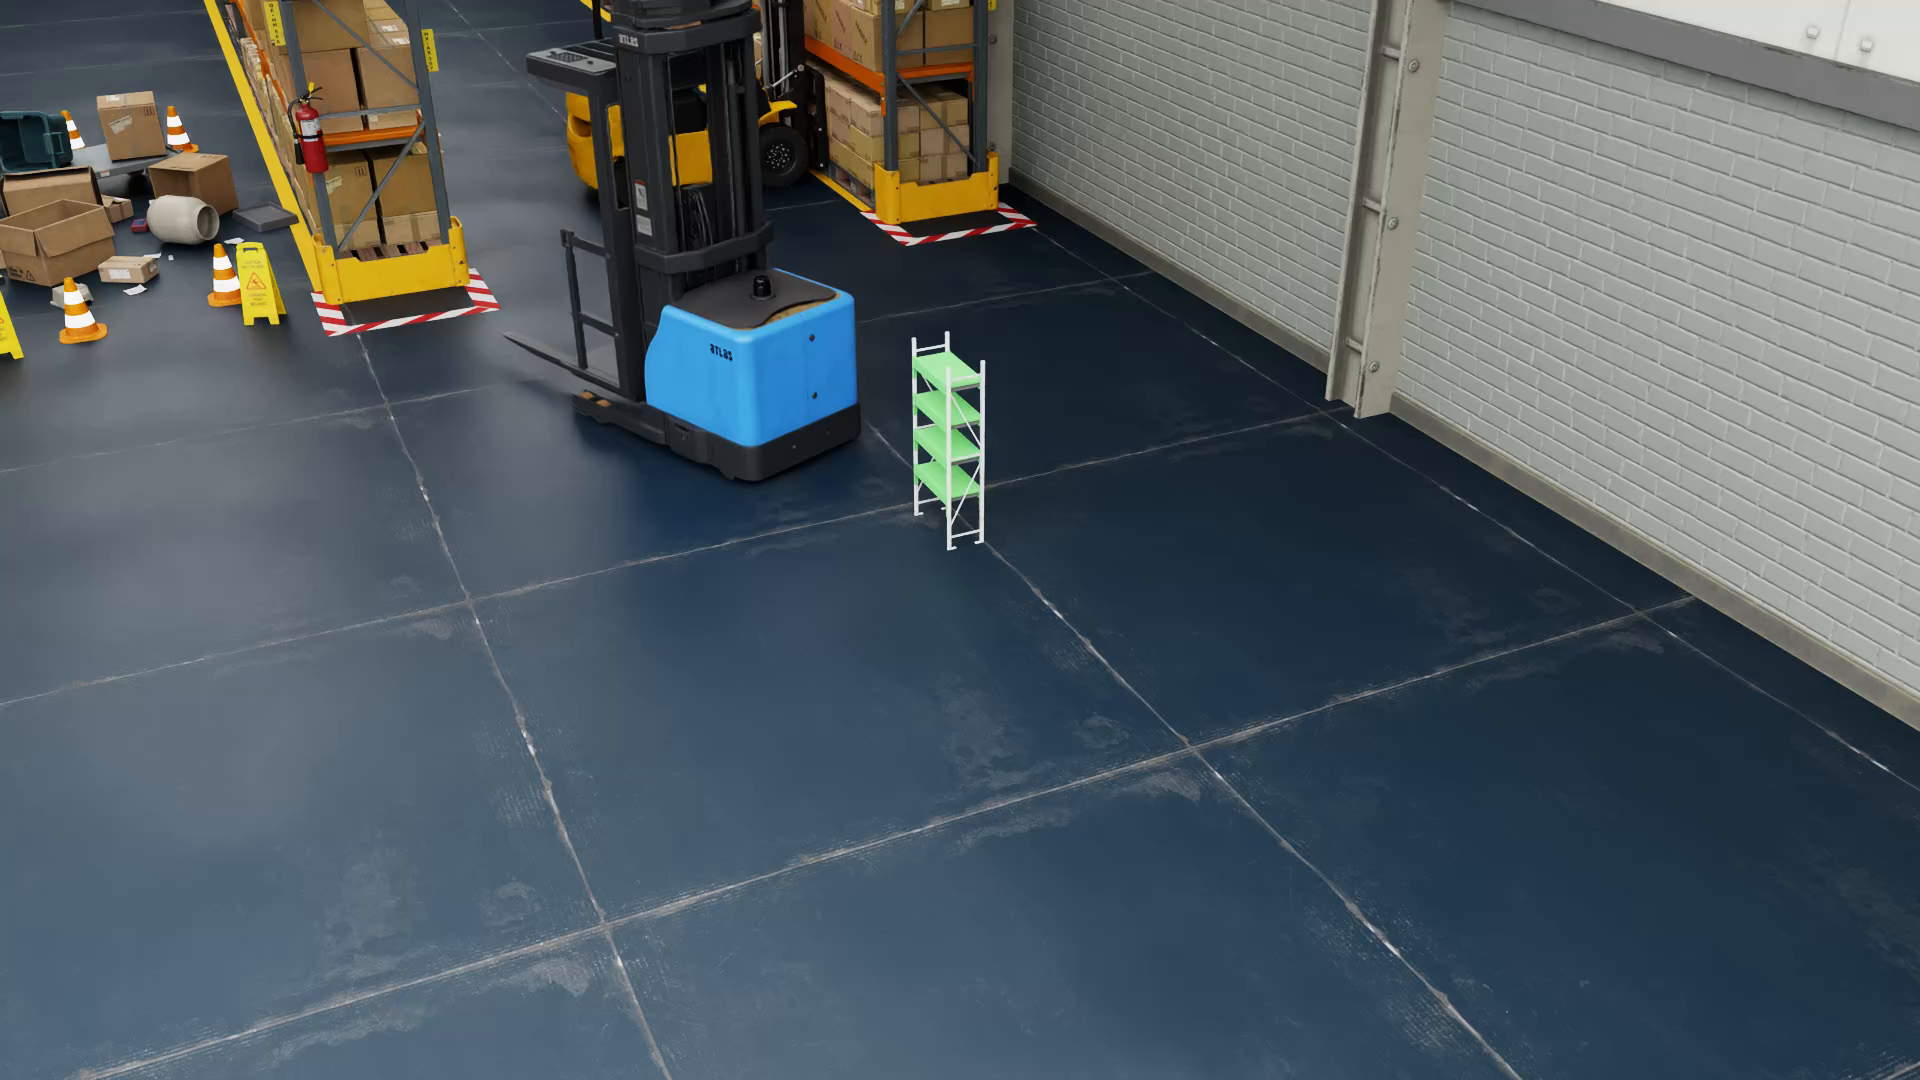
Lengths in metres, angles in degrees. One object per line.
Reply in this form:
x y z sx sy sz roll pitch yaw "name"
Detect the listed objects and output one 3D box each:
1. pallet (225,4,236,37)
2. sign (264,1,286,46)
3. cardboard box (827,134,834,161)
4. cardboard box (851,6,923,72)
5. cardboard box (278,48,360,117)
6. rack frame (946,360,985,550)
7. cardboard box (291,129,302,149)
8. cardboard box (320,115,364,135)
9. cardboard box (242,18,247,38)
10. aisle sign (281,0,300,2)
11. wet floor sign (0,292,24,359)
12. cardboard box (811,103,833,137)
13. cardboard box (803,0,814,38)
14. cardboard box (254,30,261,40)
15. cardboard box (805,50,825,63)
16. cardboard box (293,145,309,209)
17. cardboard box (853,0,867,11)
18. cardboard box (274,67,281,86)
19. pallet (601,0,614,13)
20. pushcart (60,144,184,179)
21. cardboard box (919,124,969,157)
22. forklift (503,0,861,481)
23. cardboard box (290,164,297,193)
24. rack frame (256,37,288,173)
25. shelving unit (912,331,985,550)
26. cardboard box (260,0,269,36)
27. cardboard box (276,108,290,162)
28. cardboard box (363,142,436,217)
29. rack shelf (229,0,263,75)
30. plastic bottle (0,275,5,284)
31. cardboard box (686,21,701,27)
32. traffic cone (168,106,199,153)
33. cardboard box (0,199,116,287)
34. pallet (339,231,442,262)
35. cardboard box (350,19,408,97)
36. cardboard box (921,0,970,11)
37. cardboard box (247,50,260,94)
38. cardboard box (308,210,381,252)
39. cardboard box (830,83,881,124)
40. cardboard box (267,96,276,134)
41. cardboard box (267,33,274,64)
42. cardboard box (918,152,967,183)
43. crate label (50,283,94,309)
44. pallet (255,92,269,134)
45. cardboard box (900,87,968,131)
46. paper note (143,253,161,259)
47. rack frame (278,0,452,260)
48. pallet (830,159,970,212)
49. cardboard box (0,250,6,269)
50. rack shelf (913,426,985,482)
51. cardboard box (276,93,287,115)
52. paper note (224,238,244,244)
-9.458 -7.154 22.764 1.003 0.211 1.213 -13 32 -22 "pallet"
-5.215 -3.929 12.656 0.100 0.325 0.005 -13 32 -22 "sign"
-1.123 -4.007 16.685 0.500 0.250 0.500 -13 32 -21 "cardboard box"
-0.672 -4.644 15.335 0.500 0.500 0.500 -14 32 -23 "cardboard box"
-5.187 -3.749 13.436 0.500 0.500 0.500 -14 32 -23 "cardboard box"
0.034 -0.489 9.868 0.240 1.200 0.015 -13 32 -22 "rack frame"
-5.503 -3.435 14.234 0.380 0.149 0.250 -12 31 -21 "cardboard box"
-5.059 -3.405 13.485 0.380 0.149 0.250 -12 31 -20 "cardboard box"
-8.740 -6.902 21.207 0.875 0.875 0.875 -13 32 -21 "cardboard box"
-4.941 -4.440 12.415 0.394 0.787 0.004 -13 32 -22 "aisle sign"
-7.332 -1.686 12.570 0.267 0.644 0.232 -19 35 -30 "wet floor sign"
-1.161 -4.237 16.582 0.500 0.250 0.500 -14 32 -23 "cardboard box"
-1.333 -5.321 16.543 0.500 0.500 0.500 -13 32 -22 "cardboard box"
-6.485 -5.081 15.811 0.500 0.500 0.500 -13 32 -22 "cardboard box"
-1.583 -4.900 17.254 0.500 0.250 0.500 -12 31 -20 "cardboard box"
-5.512 -3.234 14.538 0.500 0.500 0.500 -12 31 -20 "cardboard box"
-0.762 -4.965 15.246 0.380 0.149 0.250 -13 32 -21 "cardboard box"
-5.903 -4.172 14.854 0.380 0.149 0.250 -13 32 -22 "cardboard box"
-4.465 -7.631 23.616 1.003 0.211 1.213 -13 32 -22 "pallet"
-8.460 -3.516 16.108 0.936 0.377 1.648 26 38 38 "pushcart"
-0.238 -3.891 15.966 0.500 0.250 0.500 -12 32 -21 "cardboard box"
-2.107 -2.263 11.261 3.031 2.935 1.130 24 37 36 "forklift"
-5.944 -3.360 15.530 0.500 0.250 0.500 -14 32 -23 "cardboard box"
-6.423 -5.161 16.360 1.000 3.000 0.127 -13 32 -22 "rack frame"
-0.071 -0.596 10.060 0.258 1.200 0.503 -13 32 -22 "shelving unit"
-5.332 -4.408 13.589 0.700 0.500 0.500 -13 32 -22 "cardboard box"
-6.173 -3.921 15.763 0.500 0.500 0.500 -12 31 -20 "cardboard box"
-4.813 -3.130 14.353 0.500 0.500 0.500 -14 32 -24 "cardboard box"
-7.281 -5.731 18.111 1.077 0.370 4.000 -13 32 -22 "rack shelf"
-8.239 -2.229 14.136 0.283 0.061 0.133 26 38 38 "plastic bottle"
-2.826 -6.256 20.312 0.875 0.625 0.625 -14 32 -24 "cardboard box"
-8.219 -4.308 17.433 0.336 0.463 0.334 -13 32 -22 "traffic cone"
-7.746 -2.549 14.255 0.637 0.503 0.797 13 32 21 "cardboard box"
-5.055 -2.578 14.604 1.003 0.211 1.213 -13 32 -22 "pallet"
-4.883 -4.063 13.995 0.500 0.500 0.500 -12 31 -20 "cardboard box"
-0.135 -4.969 15.251 0.380 0.149 0.250 -14 32 -23 "cardboard box"
-7.582 -5.389 19.024 0.950 0.372 0.625 -14 32 -23 "cardboard box"
-5.306 -2.689 14.333 0.500 0.250 0.500 -13 32 -22 "cardboard box"
-0.928 -4.220 16.041 0.500 0.250 0.500 -12 32 -21 "cardboard box"
-6.650 -4.429 17.312 0.950 0.372 0.625 -13 32 -21 "cardboard box"
-5.810 -4.421 14.634 0.500 0.500 0.500 -13 32 -21 "cardboard box"
-0.258 -3.680 16.100 0.500 0.250 0.500 -13 32 -22 "cardboard box"
-7.305 -2.015 13.677 0.298 0.136 0.250 19 34 30 "crate label"
-7.286 -4.828 18.617 1.003 0.211 1.213 -13 32 -22 "pallet"
-0.259 -4.110 15.845 0.500 0.250 0.500 -14 32 -23 "cardboard box"
-7.138 -2.500 14.662 0.148 0.019 0.142 -3 29 -5 "paper note"
-4.705 -3.394 13.209 1.000 3.000 0.127 -13 32 -22 "rack frame"
-0.590 -3.551 16.339 1.003 0.211 1.213 -13 32 -22 "pallet"
-8.449 -2.512 14.431 0.396 0.266 0.258 -8 30 -13 "cardboard box"
-0.071 -0.541 10.091 0.258 0.148 0.480 -13 32 -22 "rack shelf"
-6.073 -4.025 15.285 0.380 0.149 0.250 -11 31 -19 "cardboard box"
-6.550 -2.705 15.015 0.148 0.019 0.142 26 38 38 "paper note"
